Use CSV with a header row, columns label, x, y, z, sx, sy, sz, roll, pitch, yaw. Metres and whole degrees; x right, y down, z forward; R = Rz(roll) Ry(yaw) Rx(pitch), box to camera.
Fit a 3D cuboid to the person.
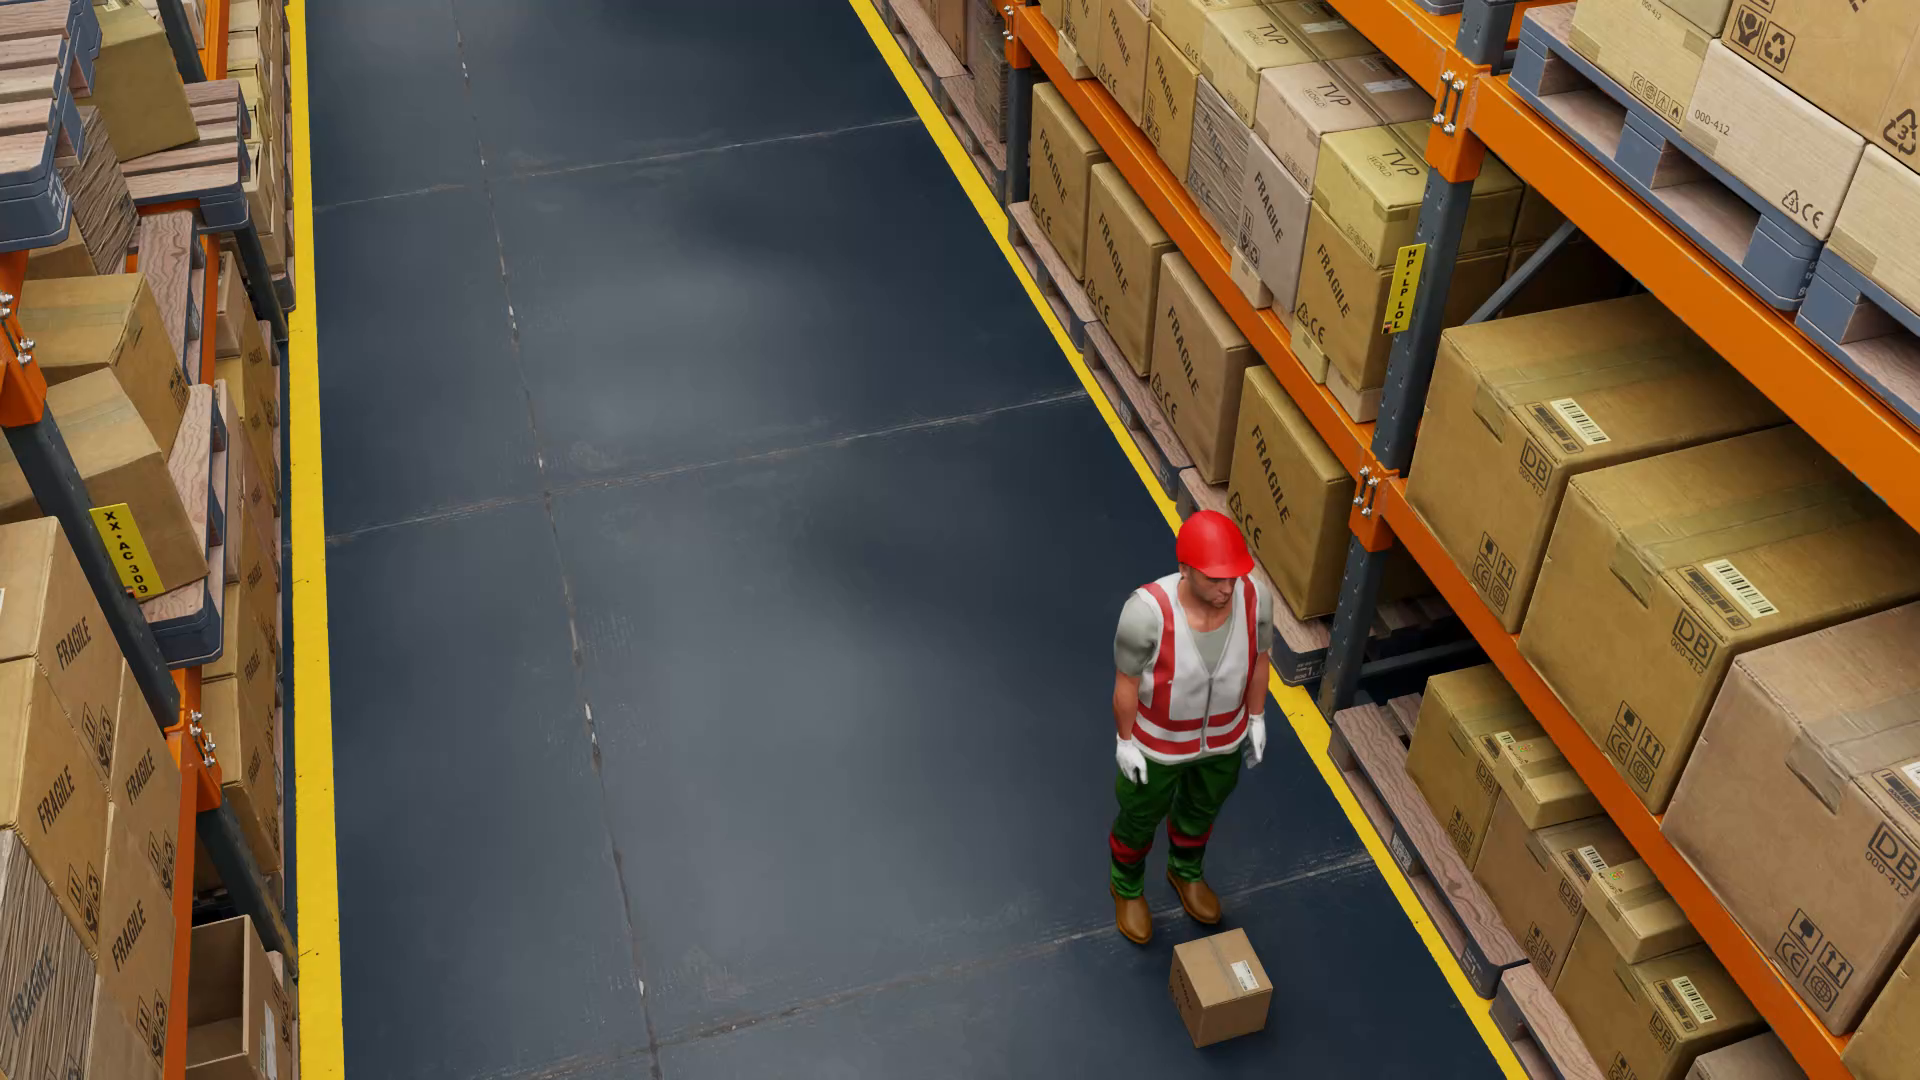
label,x,y,z,sx,sy,sz,roll,pitch,yaw
person,0.750,0.629,5.436,0.528,1.798,0.351,-11,43,-12
